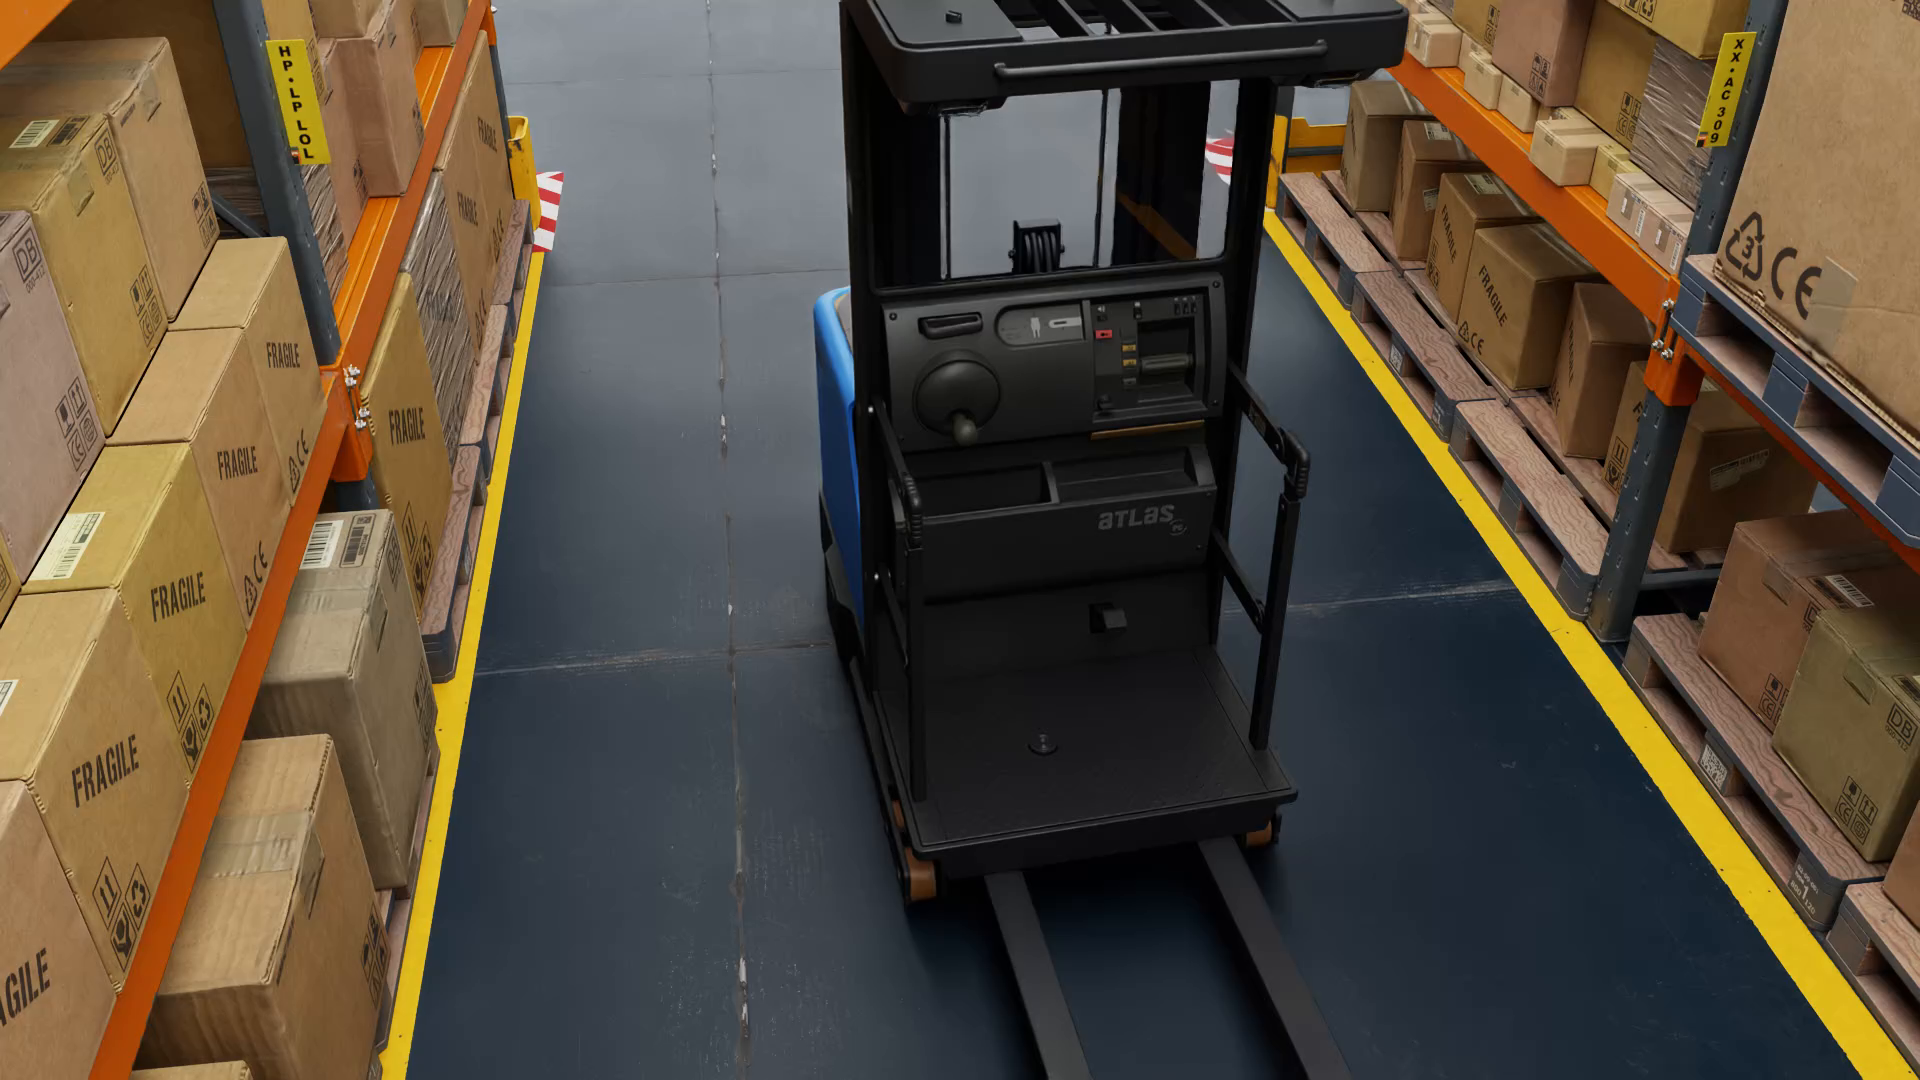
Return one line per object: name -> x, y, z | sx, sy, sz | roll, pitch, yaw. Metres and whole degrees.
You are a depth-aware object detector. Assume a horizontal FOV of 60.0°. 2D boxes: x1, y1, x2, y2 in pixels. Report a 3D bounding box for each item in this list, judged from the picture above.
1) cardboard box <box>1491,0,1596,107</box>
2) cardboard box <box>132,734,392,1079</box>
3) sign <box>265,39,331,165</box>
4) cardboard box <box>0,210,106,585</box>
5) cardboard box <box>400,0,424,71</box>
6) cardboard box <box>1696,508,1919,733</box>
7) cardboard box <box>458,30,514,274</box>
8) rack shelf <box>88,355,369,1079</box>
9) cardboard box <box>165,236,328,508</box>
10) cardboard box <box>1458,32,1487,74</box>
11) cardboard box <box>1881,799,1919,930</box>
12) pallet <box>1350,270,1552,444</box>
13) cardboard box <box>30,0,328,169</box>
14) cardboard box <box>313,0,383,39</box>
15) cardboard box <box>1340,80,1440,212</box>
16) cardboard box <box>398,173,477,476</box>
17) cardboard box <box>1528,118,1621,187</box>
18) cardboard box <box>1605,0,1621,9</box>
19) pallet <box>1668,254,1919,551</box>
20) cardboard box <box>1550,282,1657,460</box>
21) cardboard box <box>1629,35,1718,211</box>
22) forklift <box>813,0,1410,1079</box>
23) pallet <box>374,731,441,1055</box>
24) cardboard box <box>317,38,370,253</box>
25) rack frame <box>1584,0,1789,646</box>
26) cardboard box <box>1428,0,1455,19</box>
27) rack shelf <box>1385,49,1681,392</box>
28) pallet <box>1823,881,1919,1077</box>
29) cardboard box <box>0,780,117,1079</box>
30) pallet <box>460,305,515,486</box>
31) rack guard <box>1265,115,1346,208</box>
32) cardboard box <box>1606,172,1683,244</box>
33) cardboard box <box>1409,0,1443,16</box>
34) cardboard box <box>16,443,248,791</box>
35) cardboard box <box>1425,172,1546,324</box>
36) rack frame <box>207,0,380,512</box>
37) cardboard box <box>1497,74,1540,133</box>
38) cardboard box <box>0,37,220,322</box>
cardboard box -> 2.491, -1.922, 6.054 | 0.875, 0.500, 0.500 | -4, 35, -6
cardboard box -> -1.941, 1.004, 3.737 | 1.050, 0.750, 0.750 | -4, 35, -6
sign -> -1.703, -1.122, 4.275 | 0.100, 0.325, 0.005 | -4, 35, -6
cardboard box -> -2.028, -0.239, 2.960 | 0.700, 0.500, 0.500 | -4, 34, -6
cardboard box -> -2.636, -2.093, 6.525 | 0.875, 0.550, 0.550 | -4, 35, -6
cardboard box -> 2.750, 0.246, 5.054 | 0.700, 0.500, 0.500 | -7, 35, -10
cardboard box -> -2.621, -1.784, 7.718 | 0.875, 0.875, 0.875 | -4, 34, -6
rack shelf -> -1.970, 0.783, 3.076 | 1.077, 0.370, 4.000 | -4, 35, -6
cardboard box -> -1.904, -0.400, 4.085 | 0.500, 0.500, 0.500 | -5, 35, -7
cardboard box -> 2.224, -1.927, 6.637 | 0.380, 0.149, 0.250 | -4, 35, -6
cardboard box -> 2.872, 0.826, 4.203 | 0.700, 0.500, 0.500 | -7, 35, -10
pallet -> 2.396, -0.851, 7.312 | 1.003, 0.211, 1.213 | -4, 35, -6
cardboard box -> -2.255, -1.347, 4.470 | 0.875, 0.550, 0.550 | -4, 35, -6
cardboard box -> -2.380, -1.957, 5.365 | 0.875, 0.550, 0.550 | -4, 35, -6
cardboard box -> 2.219, -1.972, 8.327 | 0.500, 0.500, 0.500 | 2, 34, 2
cardboard box -> -2.380, -0.785, 6.251 | 0.875, 0.875, 0.875 | -4, 34, -6
cardboard box -> 2.227, -1.358, 5.803 | 0.380, 0.149, 0.250 | -4, 35, -6
cardboard box -> 2.287, -2.036, 5.333 | 0.500, 0.500, 0.500 | -4, 35, -6
pallet -> 2.648, -0.432, 4.391 | 1.003, 0.211, 1.213 | -4, 35, -6
cardboard box -> 2.590, -0.635, 6.365 | 0.500, 0.500, 0.500 | 6, 35, 9
cardboard box -> 2.690, -1.369, 5.243 | 0.875, 0.500, 0.500 | -4, 35, -6
forklift -> 0.310, -0.416, 4.258 | 1.130, 2.935, 3.031 | -7, 35, -10
pallet -> -2.061, 0.947, 4.673 | 1.003, 0.211, 1.213 | -4, 35, -6
cardboard box -> -2.397, -1.202, 5.217 | 0.875, 0.550, 0.550 | -4, 35, -6
rack frame -> 2.689, -0.949, 4.979 | 1.000, 3.000, 0.127 | -4, 35, -6
cardboard box -> 2.409, -2.484, 6.879 | 0.875, 0.500, 0.500 | -4, 35, -6
rack shelf -> 2.420, -1.768, 6.820 | 1.077, 0.370, 4.000 | -4, 35, -6
pallet -> 2.963, 1.320, 4.126 | 1.003, 0.211, 1.213 | -4, 35, -6
cardboard box -> -1.633, 0.725, 2.434 | 0.500, 0.500, 0.500 | -4, 35, -6
pallet -> -2.431, -0.590, 6.929 | 1.003, 0.211, 1.213 | -4, 35, -6
rack guard -> 2.161, -2.106, 8.896 | 1.175, 0.500, 0.348 | -4, 35, -6
cardboard box -> 2.345, -1.083, 5.399 | 0.380, 0.149, 0.250 | -4, 35, -6
cardboard box -> 2.128, -2.203, 7.043 | 0.380, 0.149, 0.250 | -4, 35, -6
cardboard box -> -1.768, 0.164, 3.258 | 0.500, 0.500, 0.500 | -4, 34, -6
cardboard box -> 2.398, -1.290, 7.327 | 0.500, 0.500, 0.500 | -1, 34, -2
rack frame -> -2.239, -0.630, 4.511 | 1.000, 3.000, 0.127 | -4, 35, -6
cardboard box -> 2.250, -1.644, 6.223 | 0.380, 0.149, 0.250 | -4, 35, -6
cardboard box -> -2.167, -0.808, 3.795 | 0.700, 0.500, 0.500 | -5, 35, -7
